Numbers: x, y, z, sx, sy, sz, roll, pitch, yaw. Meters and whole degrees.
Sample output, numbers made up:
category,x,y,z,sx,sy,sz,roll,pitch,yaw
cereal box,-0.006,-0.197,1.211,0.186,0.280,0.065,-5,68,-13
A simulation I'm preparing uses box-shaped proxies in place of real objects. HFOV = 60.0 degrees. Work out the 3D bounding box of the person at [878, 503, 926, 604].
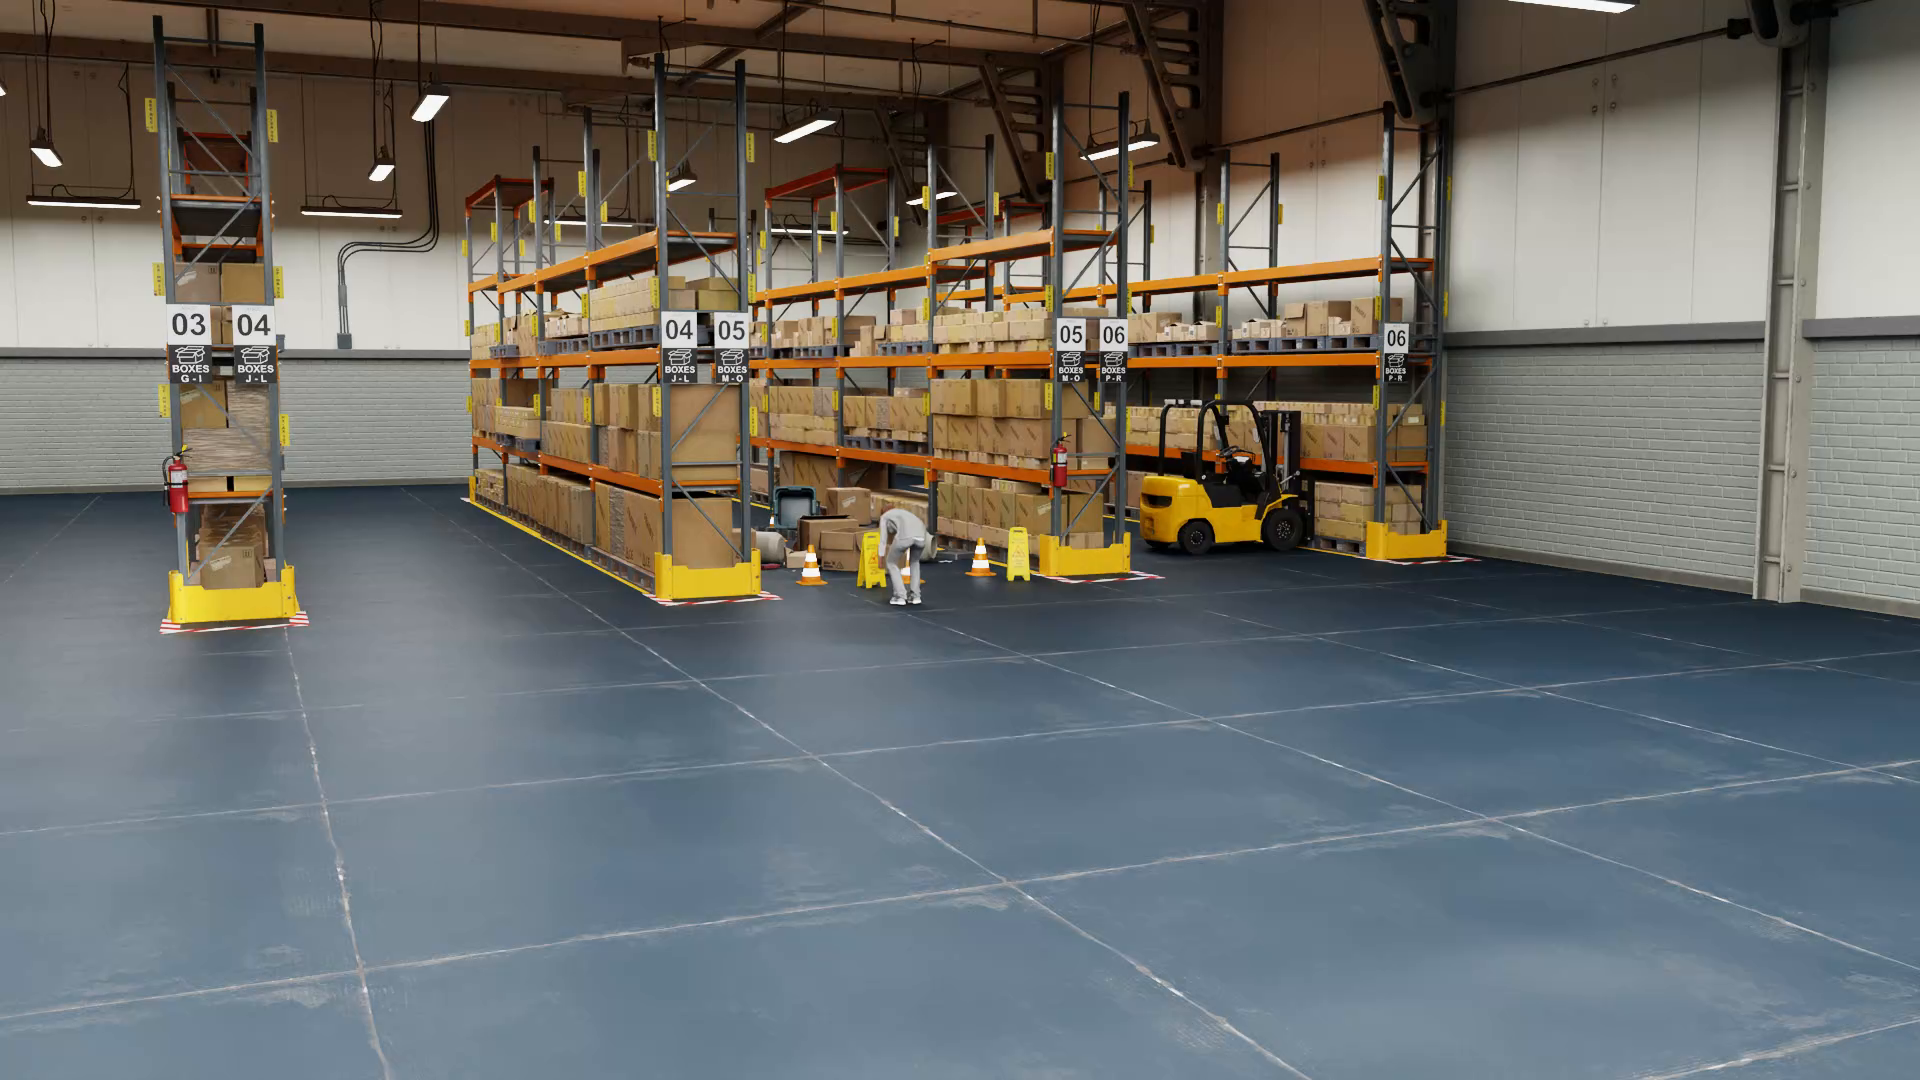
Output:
category,x,y,z,sx,sy,sz,roll,pitch,yaw
person,-0.656,0.164,18.312,0.404,1.058,0.850,-3,6,-26
